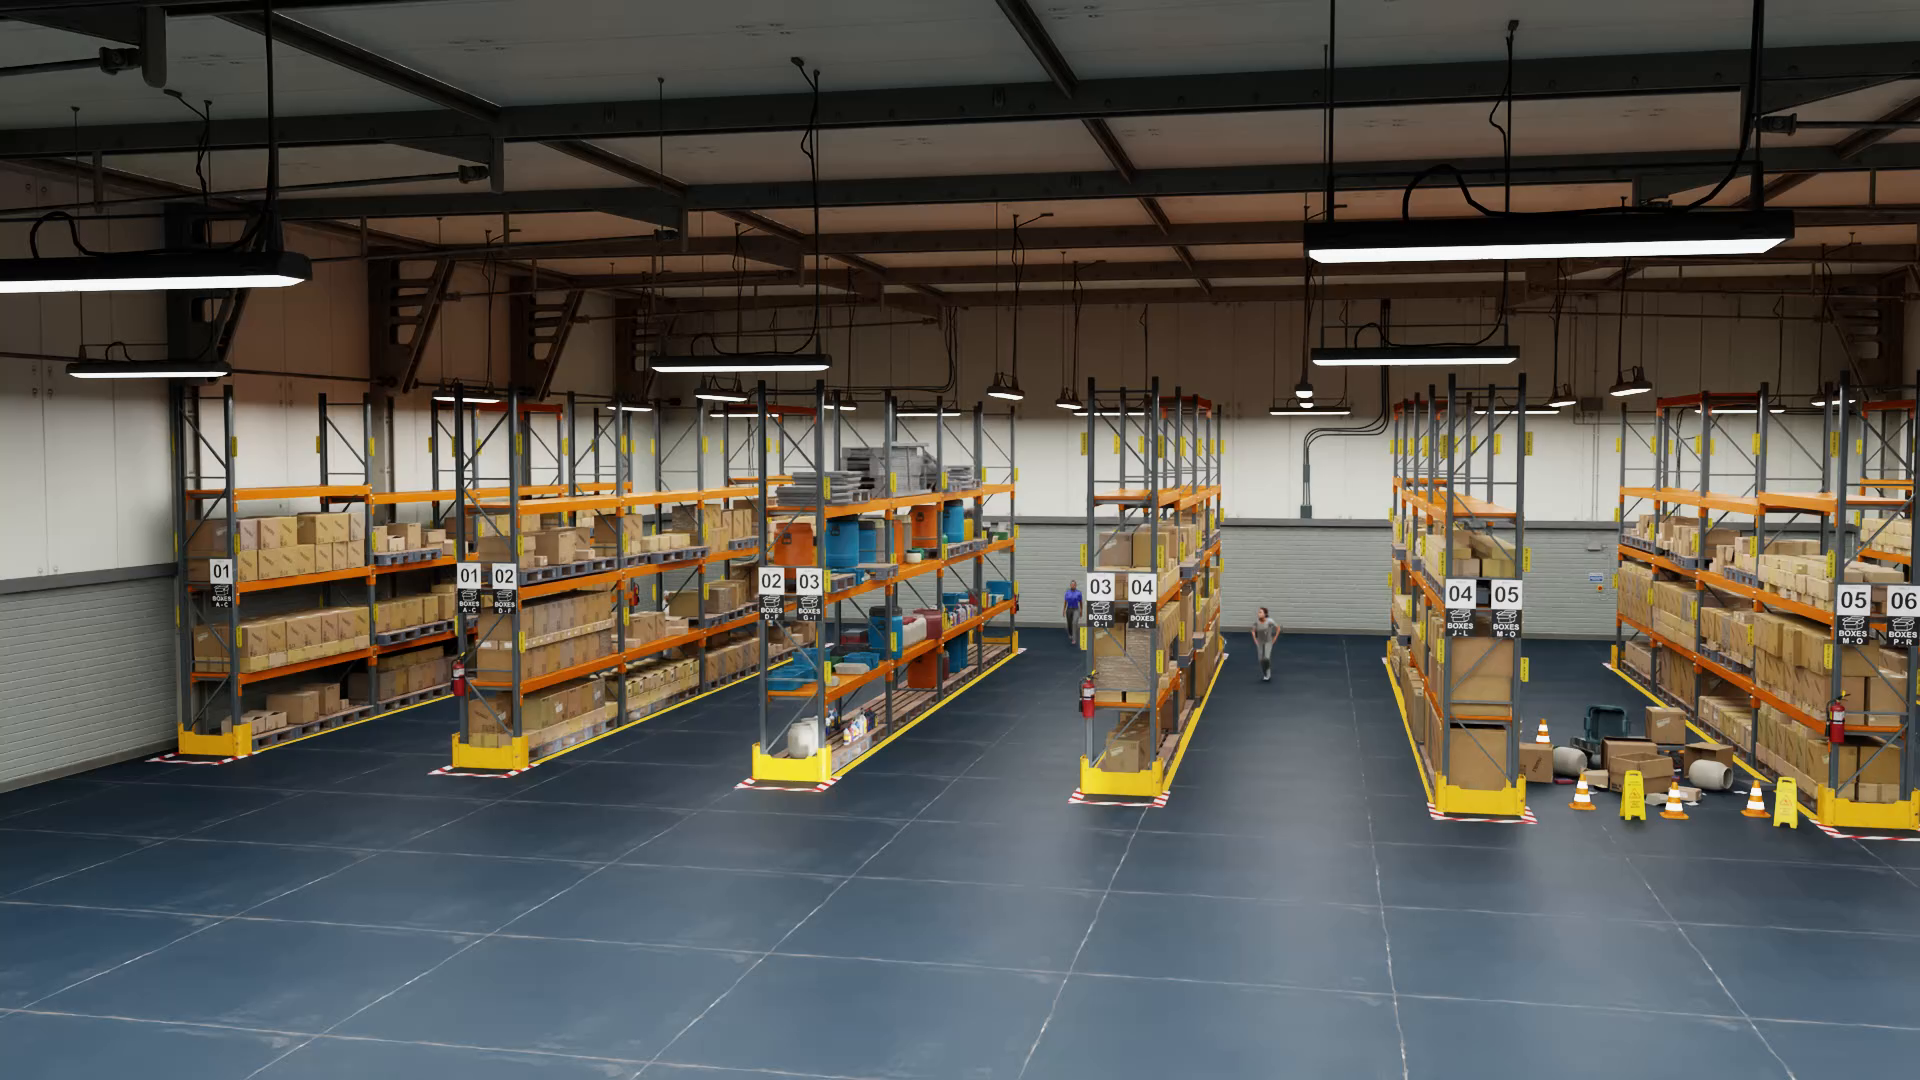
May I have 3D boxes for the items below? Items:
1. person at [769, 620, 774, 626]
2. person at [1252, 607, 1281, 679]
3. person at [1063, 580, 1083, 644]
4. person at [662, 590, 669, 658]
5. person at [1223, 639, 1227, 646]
[{"bbox_3d":[-5.171,1.590,45.073,0.555,1.766,0.884,-3,4,-39],"label":"person"},{"bbox_3d":[6.576,2.218,35.668,0.616,1.584,0.686,1,3,22],"label":"person"},{"bbox_3d":[2.878,1.817,42.281,0.471,1.594,1.045,1,3,12],"label":"person"},{"bbox_3d":[-6.873,1.982,39.324,0.483,1.611,0.838,1,3,10],"label":"person"},{"bbox_3d":[6.056,1.944,40.665,0.944,1.543,0.419,1,3,12],"label":"person"}]
